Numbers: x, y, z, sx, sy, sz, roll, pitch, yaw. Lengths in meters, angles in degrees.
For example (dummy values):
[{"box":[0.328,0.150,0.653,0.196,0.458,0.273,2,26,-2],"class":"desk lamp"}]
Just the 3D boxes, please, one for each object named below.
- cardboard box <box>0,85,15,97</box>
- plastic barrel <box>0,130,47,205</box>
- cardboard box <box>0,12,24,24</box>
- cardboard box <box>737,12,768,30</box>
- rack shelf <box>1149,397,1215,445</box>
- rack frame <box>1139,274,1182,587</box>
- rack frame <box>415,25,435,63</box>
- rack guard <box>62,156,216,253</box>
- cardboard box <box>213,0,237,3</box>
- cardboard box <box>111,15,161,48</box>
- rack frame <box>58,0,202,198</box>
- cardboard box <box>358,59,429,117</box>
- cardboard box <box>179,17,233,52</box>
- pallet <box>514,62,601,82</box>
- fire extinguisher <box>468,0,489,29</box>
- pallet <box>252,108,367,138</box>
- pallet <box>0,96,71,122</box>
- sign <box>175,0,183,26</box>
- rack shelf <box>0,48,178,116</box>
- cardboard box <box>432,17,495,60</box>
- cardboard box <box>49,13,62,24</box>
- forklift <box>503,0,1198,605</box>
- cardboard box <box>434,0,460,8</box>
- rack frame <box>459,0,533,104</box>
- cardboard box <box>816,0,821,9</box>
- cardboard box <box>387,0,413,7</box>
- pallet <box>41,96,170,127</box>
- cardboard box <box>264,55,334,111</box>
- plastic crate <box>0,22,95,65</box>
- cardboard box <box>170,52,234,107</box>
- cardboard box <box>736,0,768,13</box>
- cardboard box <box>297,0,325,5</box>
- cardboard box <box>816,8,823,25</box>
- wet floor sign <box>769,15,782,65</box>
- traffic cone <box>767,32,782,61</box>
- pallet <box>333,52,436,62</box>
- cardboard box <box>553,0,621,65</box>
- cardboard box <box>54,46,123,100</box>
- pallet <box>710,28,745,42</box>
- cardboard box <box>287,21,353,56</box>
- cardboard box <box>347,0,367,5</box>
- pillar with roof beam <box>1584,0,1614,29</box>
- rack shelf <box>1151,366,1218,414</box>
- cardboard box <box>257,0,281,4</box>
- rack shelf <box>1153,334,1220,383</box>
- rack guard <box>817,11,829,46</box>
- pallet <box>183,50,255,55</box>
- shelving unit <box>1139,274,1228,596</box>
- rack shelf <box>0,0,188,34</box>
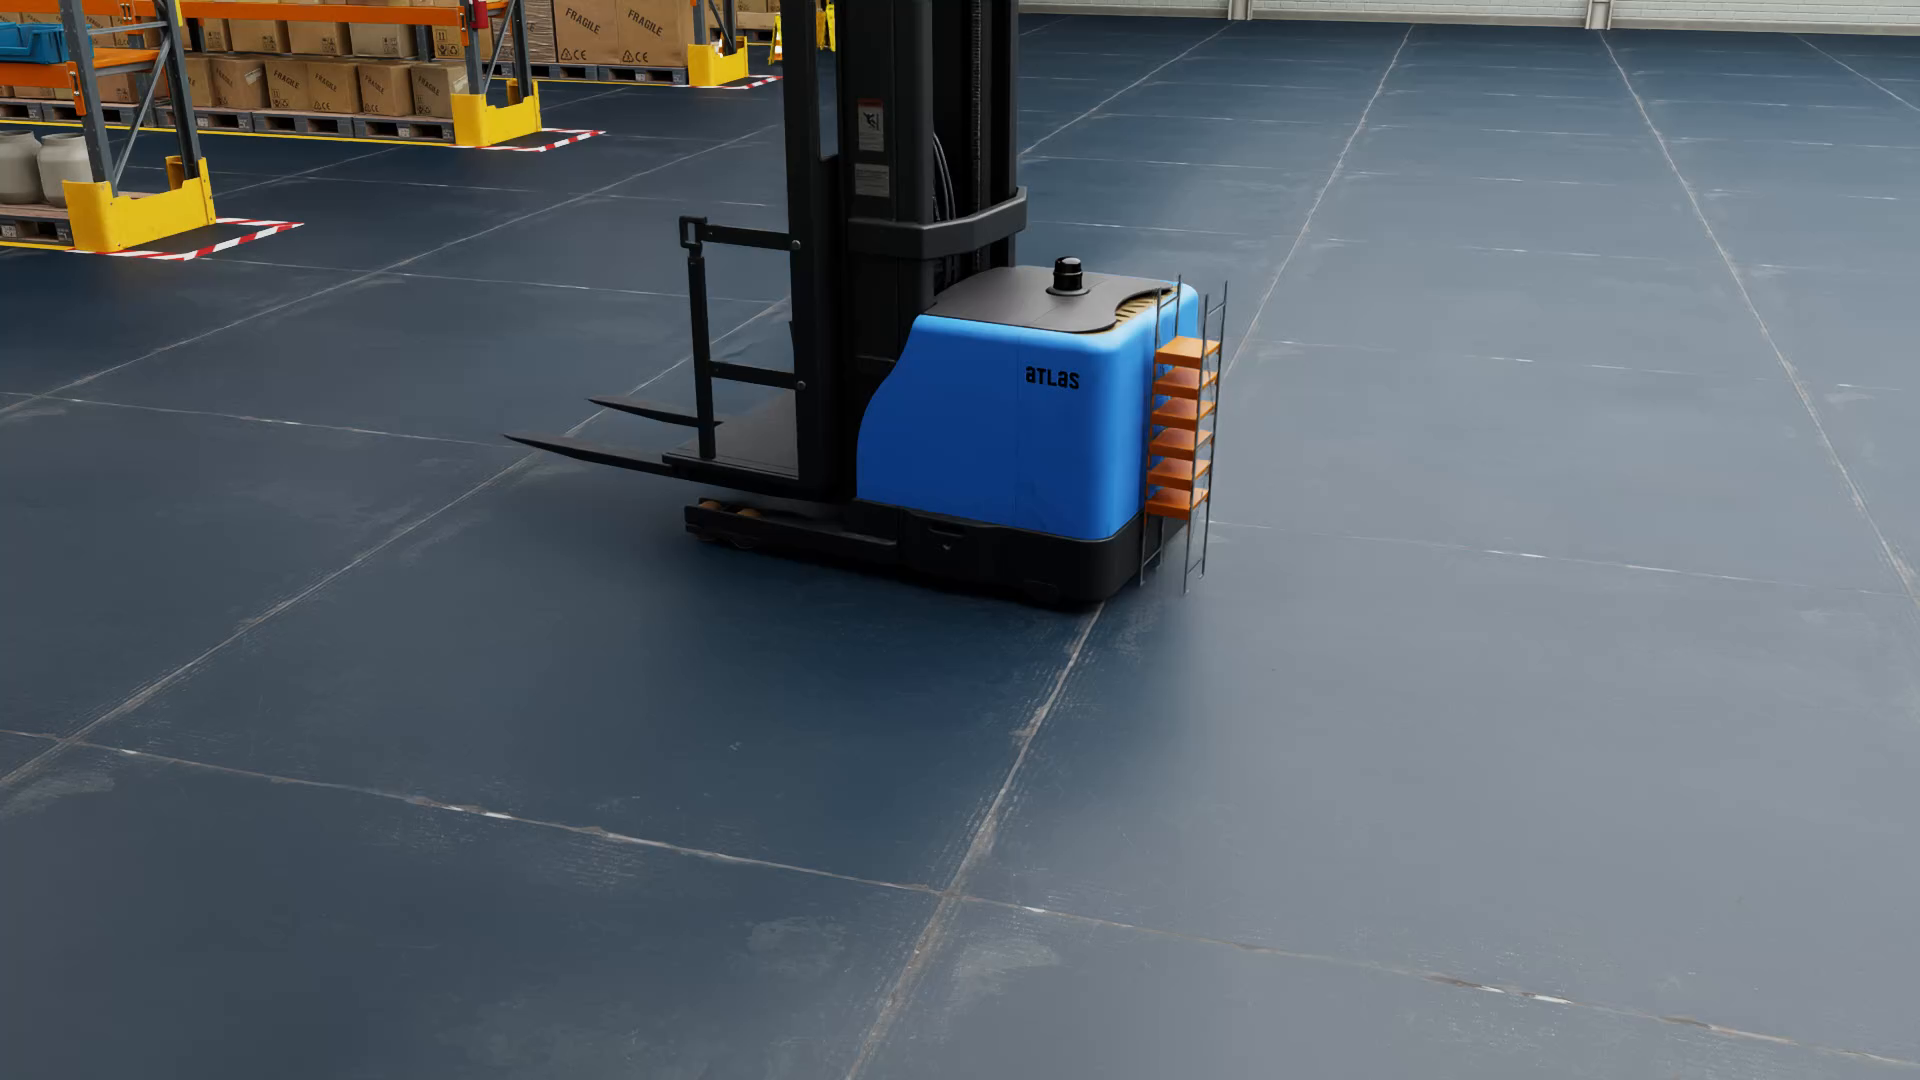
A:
[{"box":[-10.580,-5.252,18.558,0.500,0.500,0.700,9,24,20],"class":"cardboard box"},{"box":[-7.210,-2.853,12.720,0.421,0.512,0.421,0,22,0],"class":"plastic barrel"},{"box":[-13.469,-7.419,23.868,0.500,0.500,0.500,8,24,18],"class":"cardboard box"},{"box":[-3.130,-8.083,25.816,0.500,0.250,0.500,7,23,16],"class":"cardboard box"},{"box":[0.853,-0.462,6.334,0.180,0.103,0.258,12,25,24],"class":"rack shelf"},{"box":[0.769,-0.409,6.401,0.006,1.200,0.240,12,25,24],"class":"rack frame"},{"box":[-6.947,-7.739,21.908,0.127,3.000,1.000,7,23,16],"class":"rack frame"},{"box":[-6.164,-2.545,12.539,0.348,0.500,1.175,7,23,16],"class":"rack guard"},{"box":[-7.406,-5.583,16.983,0.250,0.149,0.380,7,23,16],"class":"cardboard box"},{"box":[-11.483,-7.192,23.316,0.500,0.500,0.500,6,23,15],"class":"cardboard box"},{"box":[-6.078,-3.710,12.086,0.127,3.000,1.000,7,23,16],"class":"rack frame"},{"box":[-5.823,-4.675,17.178,0.500,0.500,0.500,13,26,29],"class":"cardboard box"},{"box":[-10.220,-7.232,23.082,0.750,0.750,1.050,6,23,15],"class":"cardboard box"},{"box":[-5.070,-6.204,21.840,1.213,0.211,1.003,7,23,15],"class":"pallet"},{"box":[-4.671,-5.294,16.049,0.183,0.674,0.296,7,23,16],"class":"fire extinguisher"},{"box":[-6.652,-4.464,17.598,1.213,0.211,1.003,7,23,16],"class":"pallet"},{"box":[-10.394,-4.876,18.602,1.213,0.211,1.003,7,23,16],"class":"pallet"},{"box":[-5.915,-4.037,12.519,0.005,0.325,0.100,7,23,16],"class":"sign"},{"box":[-7.993,-3.596,12.757,4.000,0.370,1.077,7,23,16],"class":"rack shelf"},{"box":[-6.366,-6.856,22.001,0.875,0.875,0.875,7,23,16],"class":"cardboard box"},{"box":[-12.489,-7.303,23.585,0.500,0.500,0.500,5,23,13],"class":"cardboard box"},{"box":[-0.582,-1.484,6.749,3.031,2.935,1.130,11,25,25],"class":"forklift"},{"box":[-4.980,-5.350,16.414,0.250,0.149,0.380,7,23,16],"class":"cardboard box"},{"box":[-4.647,-5.509,16.473,0.127,3.000,1.000,7,23,16],"class":"rack frame"},{"box":[-2.500,-8.570,26.017,0.500,0.500,0.500,6,23,14],"class":"cardboard box"},{"box":[-5.473,-5.386,16.502,0.250,0.149,0.380,7,23,16],"class":"cardboard box"},{"box":[-9.223,-4.743,18.278,1.213,0.211,1.003,7,23,16],"class":"pallet"},{"box":[-6.938,-4.828,17.551,0.500,0.500,0.500,4,23,11],"class":"cardboard box"},{"box":[-6.644,-3.587,11.983,0.616,0.251,0.499,7,23,16],"class":"plastic crate"},{"box":[-8.106,-4.927,17.794,0.500,0.500,0.500,6,23,14],"class":"cardboard box"},{"box":[-3.128,-8.428,25.670,0.500,0.500,0.500,7,23,17],"class":"cardboard box"},{"box":[-6.446,-5.476,16.721,0.250,0.149,0.380,7,23,16],"class":"cardboard box"},{"box":[-2.477,-8.221,26.153,0.500,0.250,0.500,6,23,15],"class":"cardboard box"},{"box":[-2.518,-6.927,23.032,0.232,0.644,0.267,3,22,6],"class":"wet floor sign"},{"box":[-2.564,-7.074,23.630,0.334,0.463,0.336,7,23,16],"class":"traffic cone"},{"box":[-7.708,-6.506,22.577,1.213,0.211,1.003,7,23,16],"class":"pallet"},{"box":[-4.629,-6.658,21.518,0.875,0.875,0.875,6,23,15],"class":"cardboard box"},{"box":[-9.510,-5.129,18.260,0.500,0.500,0.700,6,23,15],"class":"cardboard box"},{"box":[-3.789,-8.065,26.376,1.213,0.211,1.003,7,23,16],"class":"pallet"},{"box":[-8.490,-7.035,22.603,0.750,0.750,1.050,7,23,15],"class":"cardboard box"},{"box":[-5.936,-5.461,16.686,0.250,0.149,0.380,7,23,16],"class":"cardboard box"},{"box":[9.484,-11.214,22.474,0.400,9.000,9.100,7,23,16],"class":"pillar with roof beam"},{"box":[0.855,-0.572,6.288,0.180,0.103,0.258,12,25,24],"class":"rack shelf"},{"box":[-6.918,-5.539,16.876,0.250,0.149,0.380,7,23,16],"class":"cardboard box"},{"box":[0.857,-0.683,6.241,0.180,0.103,0.258,12,25,24],"class":"rack shelf"},{"box":[-1.858,-7.962,25.745,0.348,0.500,1.175,7,23,16],"class":"rack guard"},{"box":[-10.044,-6.774,23.229,1.213,0.211,1.003,7,23,16],"class":"pallet"},{"box":[0.851,-0.392,6.364,0.189,1.200,0.258,12,25,24],"class":"shelving unit"},{"box":[-10.392,-5.834,18.213,4.000,0.370,1.077,7,23,16],"class":"rack shelf"}]
